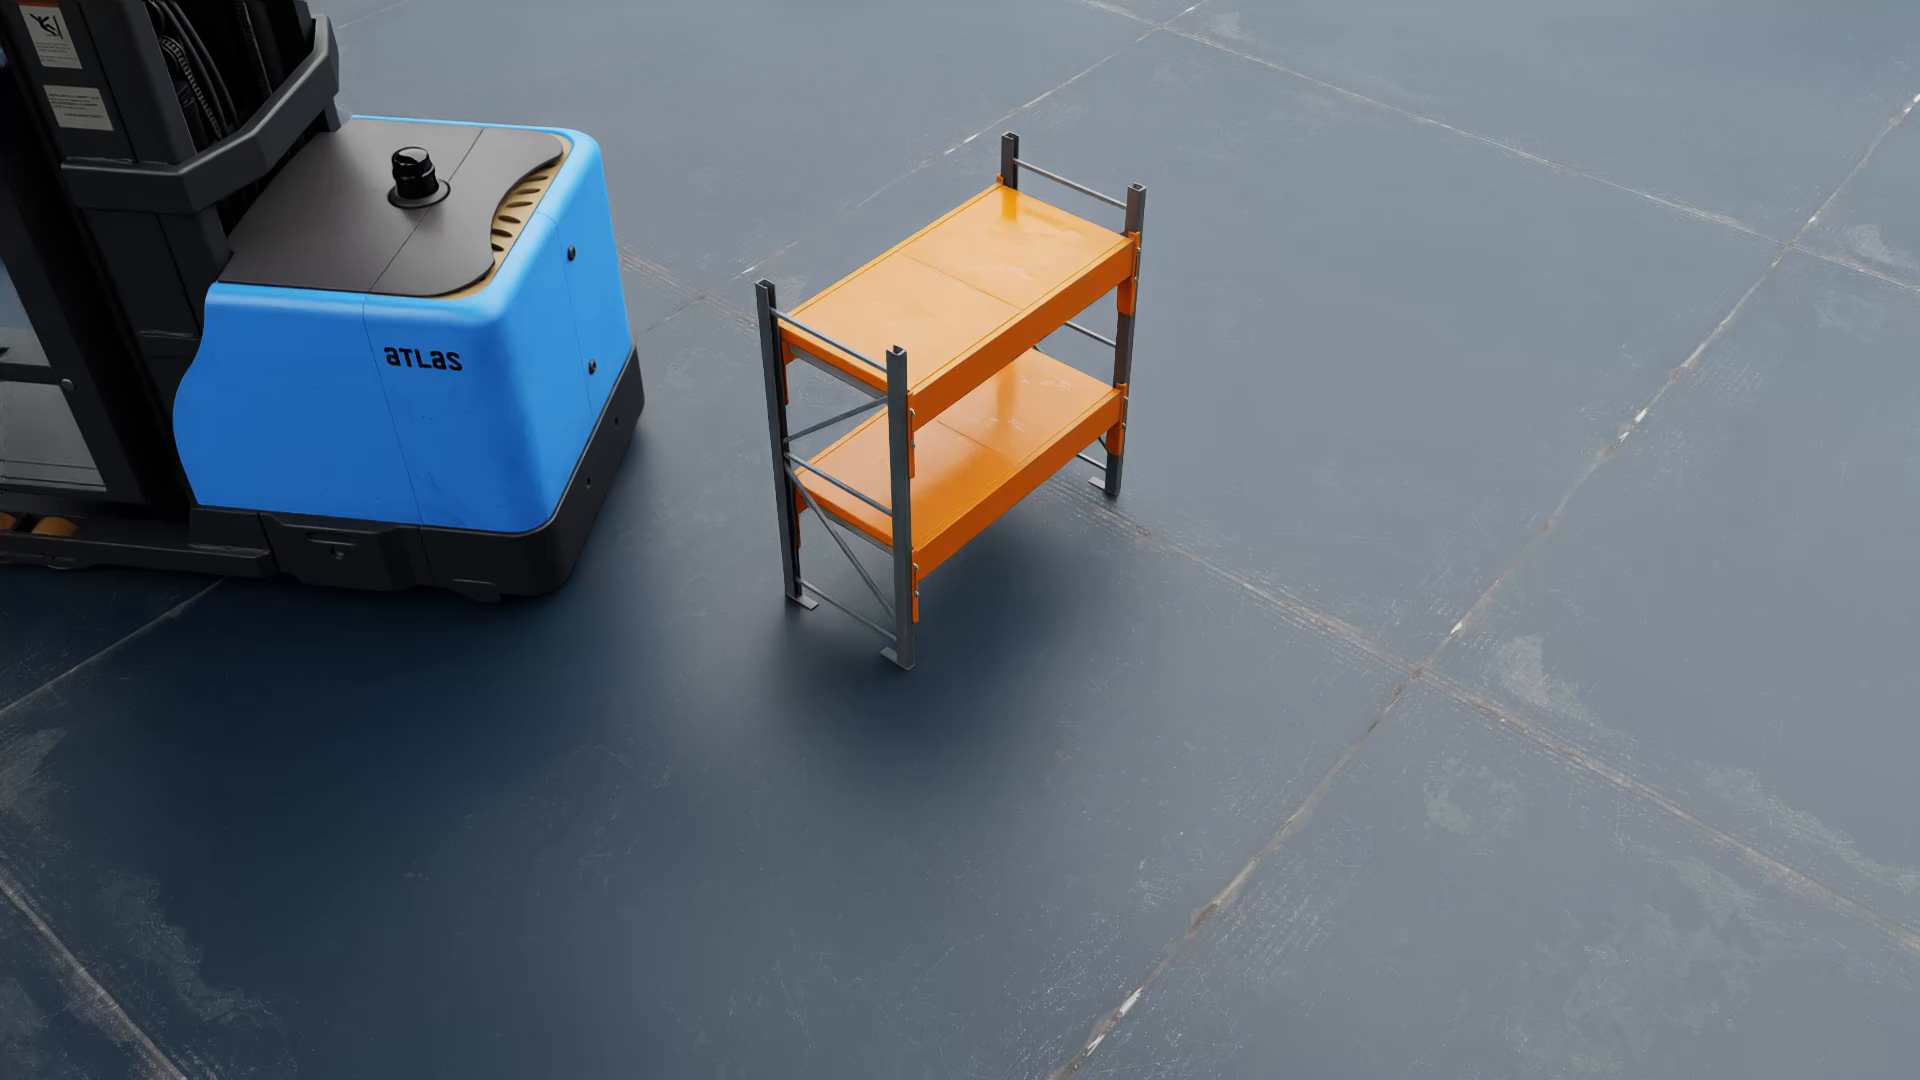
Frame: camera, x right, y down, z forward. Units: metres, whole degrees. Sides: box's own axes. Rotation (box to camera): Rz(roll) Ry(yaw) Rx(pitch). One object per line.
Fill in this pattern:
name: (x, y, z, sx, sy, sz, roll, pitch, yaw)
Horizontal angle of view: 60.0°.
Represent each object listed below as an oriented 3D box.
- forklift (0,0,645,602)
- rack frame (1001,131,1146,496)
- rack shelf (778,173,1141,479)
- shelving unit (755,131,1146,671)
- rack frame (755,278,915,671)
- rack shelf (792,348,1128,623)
forklift: (-2.628, -1.340, 4.545, 3.031, 2.935, 1.130, 5, 43, 6)
rack frame: (0.323, -0.674, 5.156, 0.500, 1.125, 0.032, 29, 50, 28)
rack shelf: (-0.004, -0.629, 4.671, 0.538, 0.278, 1.000, 29, 50, 28)
shelving unit: (-0.004, -0.413, 4.868, 0.538, 1.125, 1.048, 29, 50, 28)
rack frame: (-0.331, -0.151, 4.580, 0.500, 1.125, 0.032, 29, 50, 28)
rack shelf: (-0.004, -0.232, 5.032, 0.538, 0.278, 1.000, 29, 50, 28)
